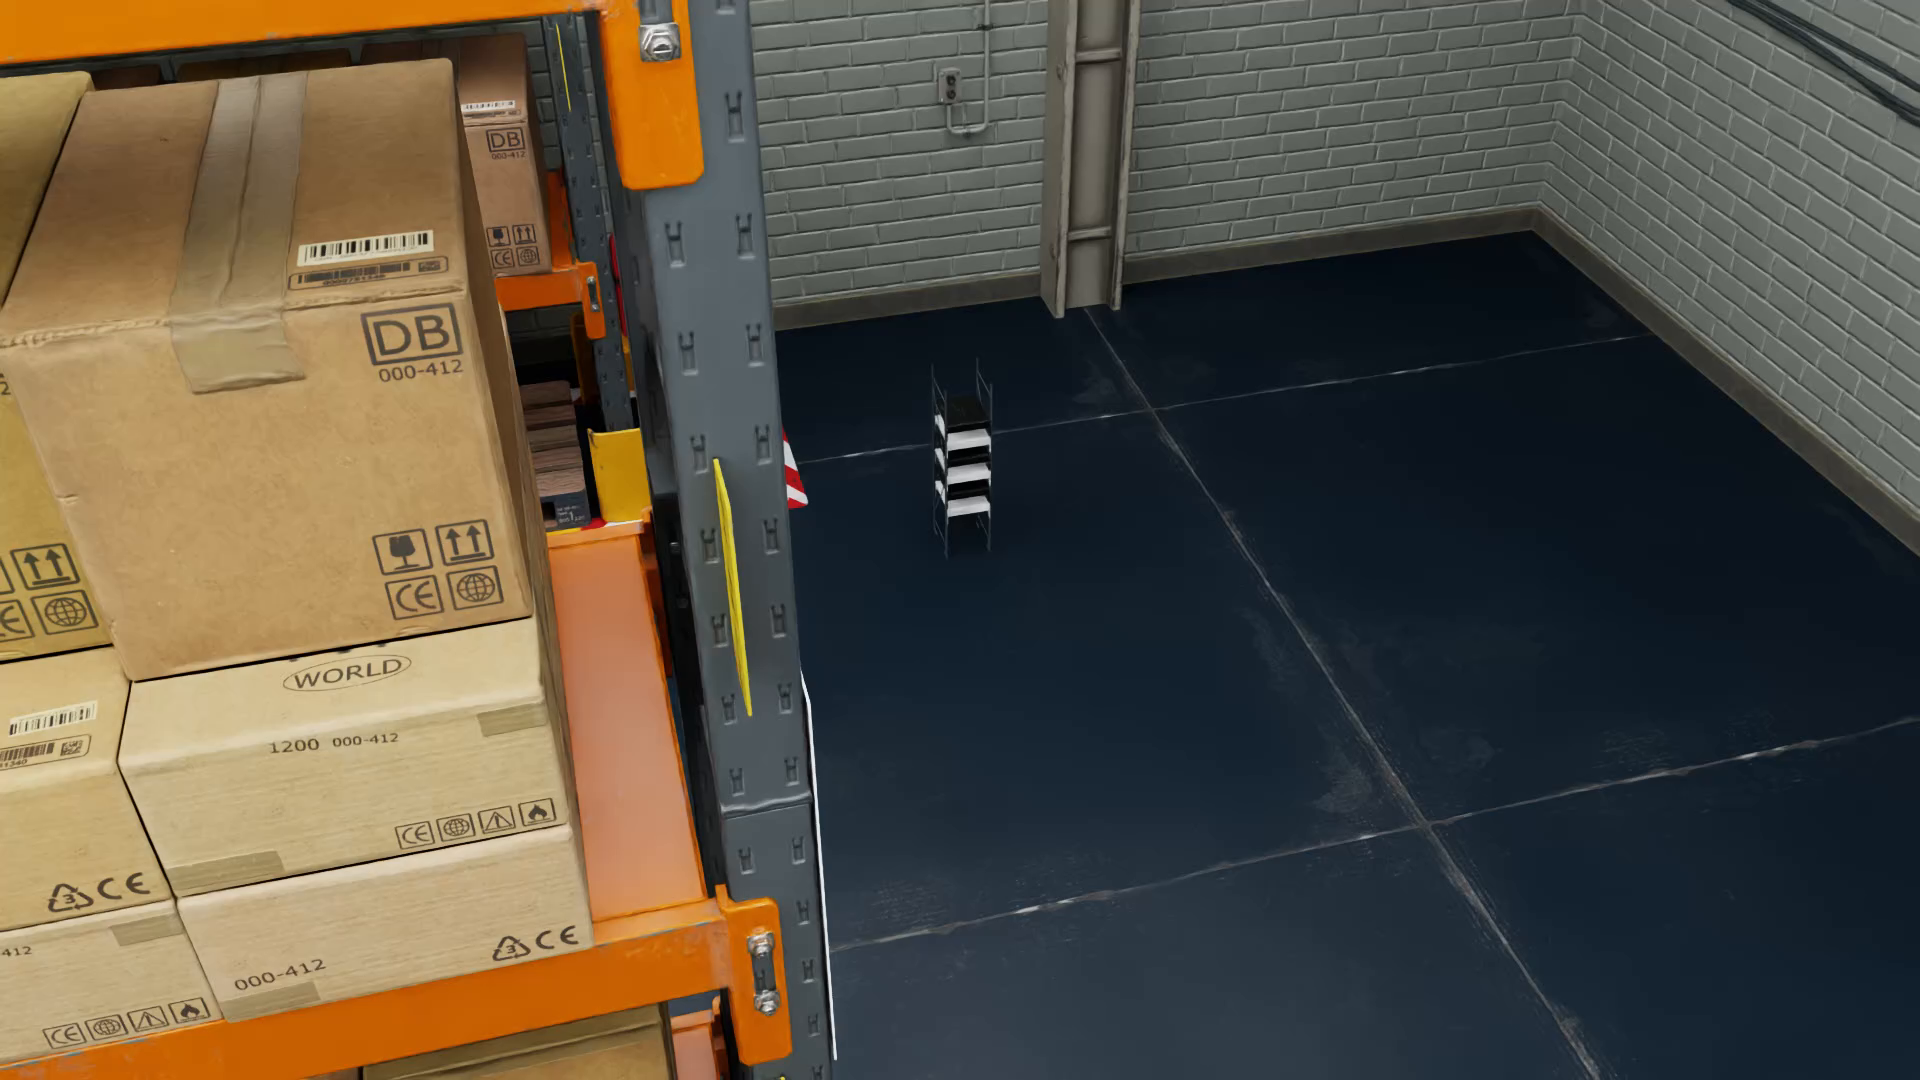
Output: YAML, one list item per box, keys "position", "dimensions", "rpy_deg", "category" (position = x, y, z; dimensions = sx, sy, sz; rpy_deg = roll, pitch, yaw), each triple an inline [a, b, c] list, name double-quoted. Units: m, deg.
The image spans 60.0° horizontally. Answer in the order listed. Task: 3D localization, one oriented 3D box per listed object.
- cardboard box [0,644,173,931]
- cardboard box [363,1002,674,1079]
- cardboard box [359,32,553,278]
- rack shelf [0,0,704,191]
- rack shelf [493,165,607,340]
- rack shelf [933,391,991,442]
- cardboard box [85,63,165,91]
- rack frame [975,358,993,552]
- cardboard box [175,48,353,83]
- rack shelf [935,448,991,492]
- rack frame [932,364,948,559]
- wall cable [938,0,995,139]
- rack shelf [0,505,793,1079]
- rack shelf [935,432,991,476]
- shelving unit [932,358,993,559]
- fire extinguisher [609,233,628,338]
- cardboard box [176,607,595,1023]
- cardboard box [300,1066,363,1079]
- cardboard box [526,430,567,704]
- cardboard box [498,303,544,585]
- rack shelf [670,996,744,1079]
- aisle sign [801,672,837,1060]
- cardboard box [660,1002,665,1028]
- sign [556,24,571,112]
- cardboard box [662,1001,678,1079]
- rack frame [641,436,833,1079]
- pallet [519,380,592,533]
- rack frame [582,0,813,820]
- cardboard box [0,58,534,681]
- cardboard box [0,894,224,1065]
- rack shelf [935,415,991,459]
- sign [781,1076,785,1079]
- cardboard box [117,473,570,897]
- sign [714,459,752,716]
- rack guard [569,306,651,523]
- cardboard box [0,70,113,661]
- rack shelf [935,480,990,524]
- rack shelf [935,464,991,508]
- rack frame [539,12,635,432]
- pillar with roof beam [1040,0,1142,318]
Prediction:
- position: [-1.310, 0.256, 2.189]
  dimensions: [0.500, 0.250, 0.500]
  rpy_deg: [-9, 38, -12]
  category: "cardboard box"
- position: [-0.756, 1.071, 2.976]
  dimensions: [0.500, 0.500, 0.500]
  rpy_deg: [-10, 38, -12]
  category: "cardboard box"
- position: [-2.183, -1.661, 7.206]
  dimensions: [0.700, 0.700, 0.980]
  rpy_deg: [-8, 38, -10]
  category: "cardboard box"
- position: [-2.329, -0.503, 1.595]
  dimensions: [4.000, 0.370, 1.077]
  rpy_deg: [-9, 38, -12]
  category: "rack shelf"
- position: [-3.624, -1.026, 7.215]
  dimensions: [4.000, 0.370, 1.077]
  rpy_deg: [-9, 38, -12]
  category: "rack shelf"
- position: [0.008, -0.547, 7.334]
  dimensions: [0.200, 0.077, 0.258]
  rpy_deg: [-9, 38, -12]
  category: "rack shelf"
- position: [-3.621, -1.424, 6.896]
  dimensions: [0.700, 0.700, 0.980]
  rpy_deg: [-11, 39, -14]
  category: "cardboard box"
- position: [0.106, -0.375, 7.499]
  dimensions: [0.006, 0.900, 0.240]
  rpy_deg: [-9, 38, -12]
  category: "rack frame"
- position: [-2.883, -1.539, 7.047]
  dimensions: [0.700, 0.700, 0.980]
  rpy_deg: [-10, 38, -12]
  category: "cardboard box"
- position: [0.008, -0.332, 7.499]
  dimensions: [0.200, 0.077, 0.258]
  rpy_deg: [-9, 38, -12]
  category: "rack shelf"
- position: [-0.090, -0.343, 7.457]
  dimensions: [0.006, 0.900, 0.240]
  rpy_deg: [-9, 38, -12]
  category: "rack frame"
- position: [-0.704, -2.790, 8.092]
  dimensions: [1.851, 1.984, 0.084]
  rpy_deg: [-9, 38, -12]
  category: "wall cable"
- position: [-2.329, 0.687, 2.506]
  dimensions: [4.000, 0.370, 1.077]
  rpy_deg: [-9, 38, -12]
  category: "rack shelf"
- position: [0.008, -0.404, 7.444]
  dimensions: [0.200, 0.077, 0.258]
  rpy_deg: [-9, 38, -12]
  category: "rack shelf"
- position: [0.008, -0.359, 7.478]
  dimensions: [0.210, 0.900, 0.258]
  rpy_deg: [-9, 38, -12]
  category: "shelving unit"
- position: [-1.427, -1.203, 7.225]
  dimensions: [0.183, 0.674, 0.296]
  rpy_deg: [-9, 38, -12]
  category: "fire extinguisher"
- position: [-0.825, 0.381, 2.438]
  dimensions: [0.500, 0.250, 0.500]
  rpy_deg: [-9, 38, -12]
  category: "cardboard box"
- position: [-1.244, 1.152, 2.870]
  dimensions: [0.500, 0.500, 0.500]
  rpy_deg: [-8, 38, -11]
  category: "cardboard box"
- position: [-0.960, 0.077, 2.835]
  dimensions: [0.500, 0.250, 0.500]
  rpy_deg: [-9, 38, -12]
  category: "cardboard box"
- position: [-0.962, -0.125, 2.688]
  dimensions: [0.500, 0.250, 0.500]
  rpy_deg: [-9, 38, -12]
  category: "cardboard box"
- position: [-2.329, 1.879, 3.417]
  dimensions: [4.000, 0.370, 1.077]
  rpy_deg: [-9, 38, -12]
  category: "rack shelf"
- position: [-0.252, 0.413, 2.602]
  dimensions: [0.004, 0.787, 0.394]
  rpy_deg: [-9, 38, -12]
  category: "aisle sign"
- position: [-0.895, 0.755, 3.389]
  dimensions: [0.500, 0.500, 0.500]
  rpy_deg: [-8, 38, -11]
  category: "cardboard box"
- position: [-1.565, -1.862, 6.568]
  dimensions: [0.005, 0.325, 0.100]
  rpy_deg: [-9, 38, -12]
  category: "sign"
- position: [-0.895, 1.152, 3.693]
  dimensions: [0.500, 0.500, 0.500]
  rpy_deg: [-9, 38, -11]
  category: "cardboard box"
- position: [-0.398, 1.276, 3.613]
  dimensions: [0.127, 3.000, 1.000]
  rpy_deg: [-9, 38, -12]
  category: "rack frame"
- position: [-2.445, -0.349, 8.032]
  dimensions: [1.213, 0.211, 1.003]
  rpy_deg: [-9, 38, -12]
  category: "pallet"
- position: [-0.398, -1.106, 1.790]
  dimensions: [0.127, 3.000, 1.000]
  rpy_deg: [-9, 38, -12]
  category: "rack frame"
- position: [-0.890, -0.261, 2.248]
  dimensions: [0.500, 0.500, 0.700]
  rpy_deg: [-9, 38, -12]
  category: "cardboard box"
- position: [-1.311, 0.453, 2.343]
  dimensions: [0.500, 0.250, 0.500]
  rpy_deg: [-9, 38, -12]
  category: "cardboard box"
- position: [0.008, -0.475, 7.389]
  dimensions: [0.200, 0.077, 0.258]
  rpy_deg: [-9, 38, -12]
  category: "rack shelf"
- position: [-0.273, 1.020, 2.735]
  dimensions: [0.005, 0.325, 0.100]
  rpy_deg: [-9, 38, -12]
  category: "sign"
- position: [-0.828, 0.177, 2.293]
  dimensions: [0.500, 0.250, 0.500]
  rpy_deg: [-9, 38, -12]
  category: "cardboard box"
- position: [-0.273, 0.062, 2.003]
  dimensions: [0.005, 0.325, 0.100]
  rpy_deg: [-9, 38, -12]
  category: "sign"
- position: [-1.670, -0.640, 8.175]
  dimensions: [0.348, 0.500, 1.175]
  rpy_deg: [-9, 38, -12]
  category: "rack guard"
- position: [-1.395, -0.231, 2.210]
  dimensions: [0.500, 0.500, 0.700]
  rpy_deg: [-9, 38, -12]
  category: "cardboard box"
- position: [0.008, -0.189, 7.608]
  dimensions: [0.200, 0.077, 0.258]
  rpy_deg: [-9, 38, -12]
  category: "rack shelf"
- position: [0.008, -0.261, 7.553]
  dimensions: [0.200, 0.077, 0.258]
  rpy_deg: [-9, 38, -12]
  category: "rack shelf"
- position: [-1.693, -1.629, 7.410]
  dimensions: [0.127, 3.000, 1.000]
  rpy_deg: [-9, 38, -12]
  category: "rack frame"
- position: [1.810, -2.421, 3.509]
  dimensions: [0.400, 9.000, 9.100]
  rpy_deg: [-9, 38, -12]
  category: "pillar with roof beam"
